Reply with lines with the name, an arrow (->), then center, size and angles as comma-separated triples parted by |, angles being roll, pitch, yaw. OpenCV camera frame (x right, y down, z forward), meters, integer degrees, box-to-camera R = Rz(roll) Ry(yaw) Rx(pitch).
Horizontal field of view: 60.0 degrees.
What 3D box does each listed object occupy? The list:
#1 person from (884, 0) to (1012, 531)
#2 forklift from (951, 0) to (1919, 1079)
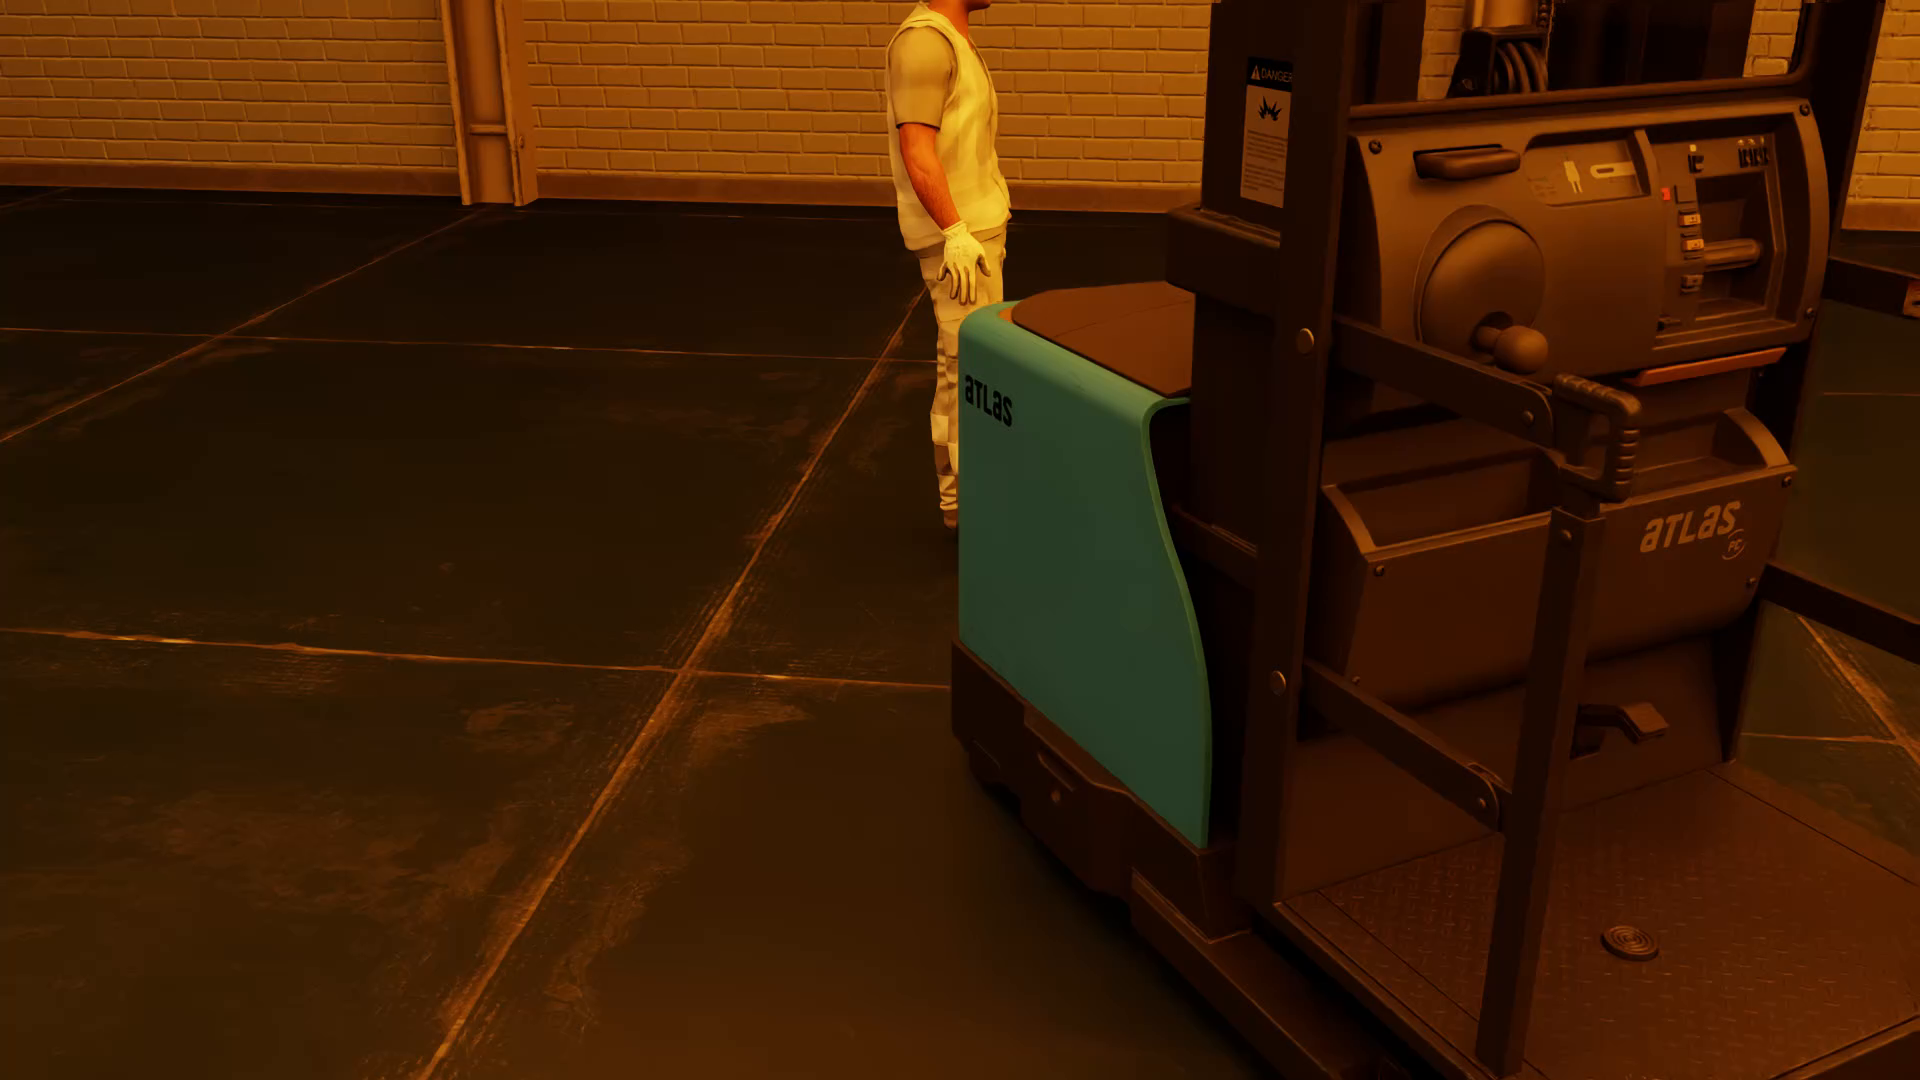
person -> 0.077, -0.866, 4.805 | 0.564, 1.787, 0.637 | 3, 22, 7
forklift -> 1.087, -0.450, 2.372 | 1.130, 2.935, 3.031 | -10, 24, -24
